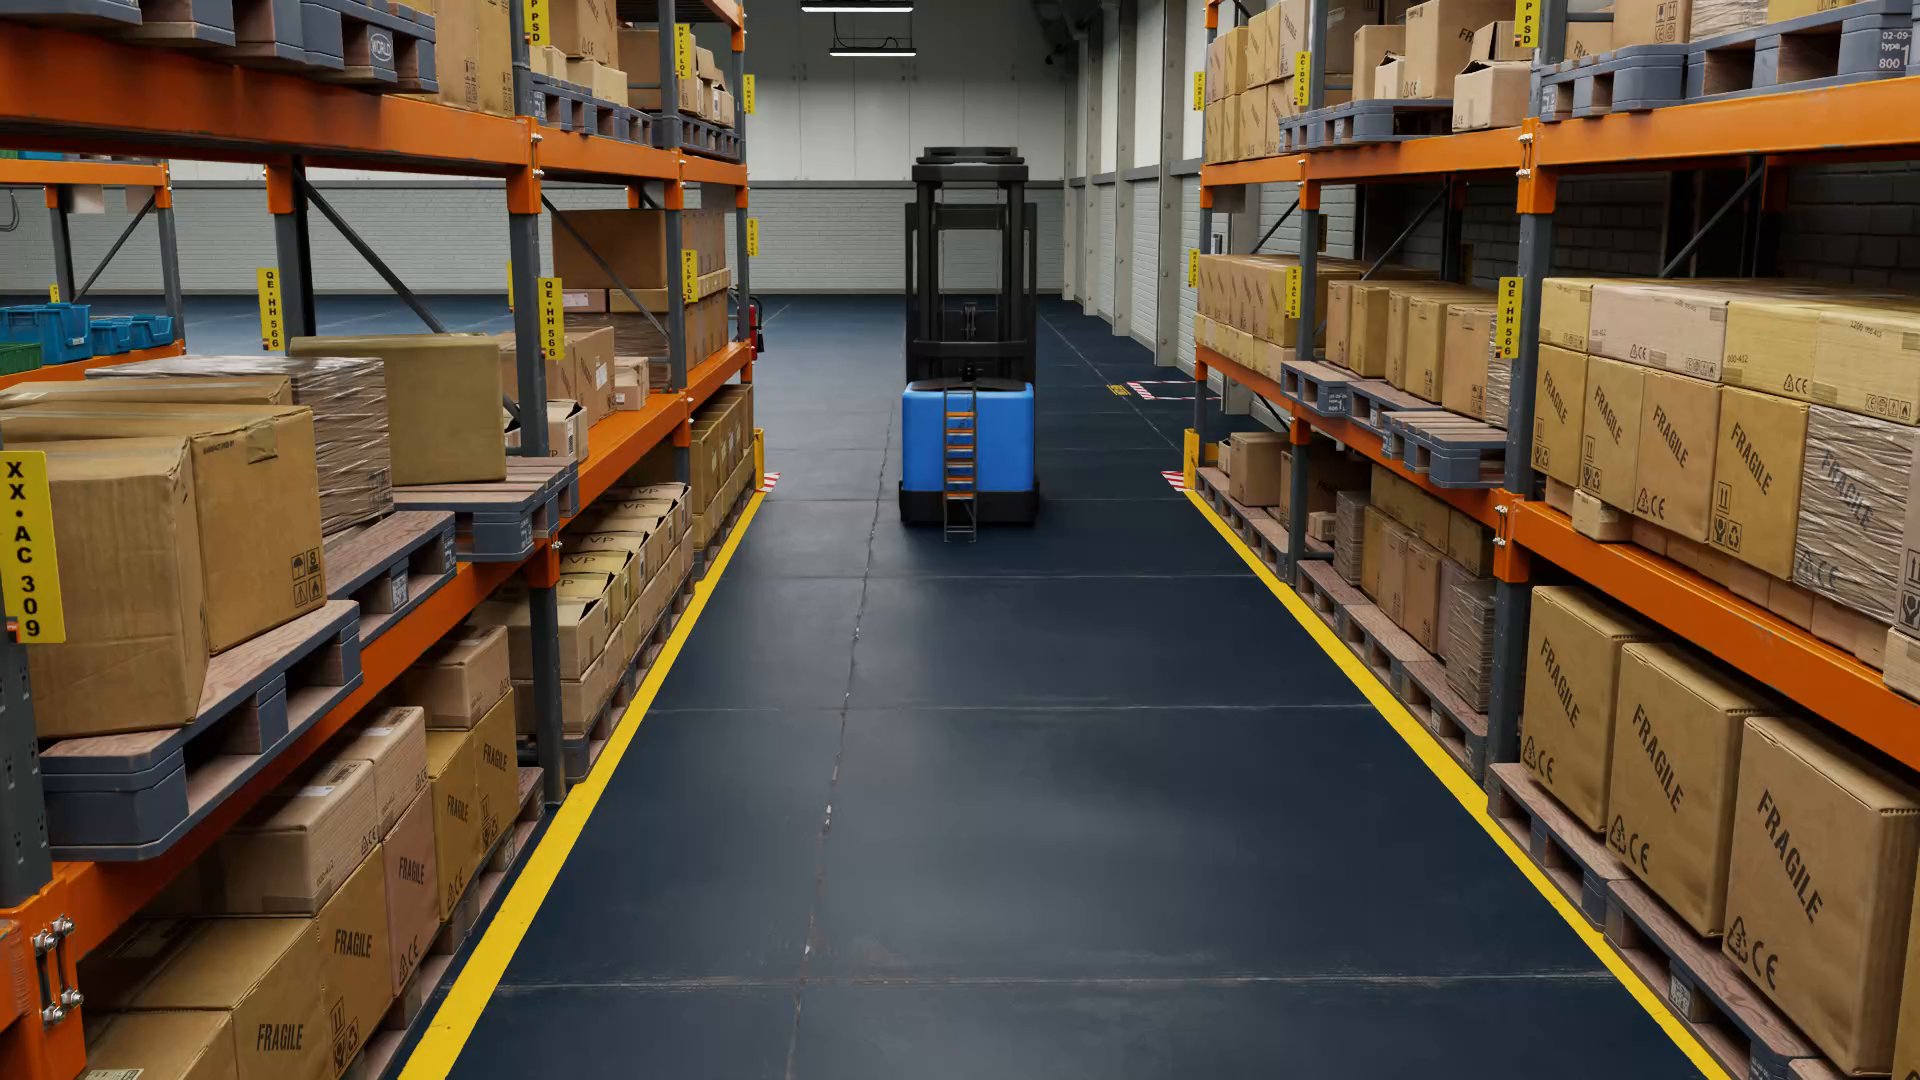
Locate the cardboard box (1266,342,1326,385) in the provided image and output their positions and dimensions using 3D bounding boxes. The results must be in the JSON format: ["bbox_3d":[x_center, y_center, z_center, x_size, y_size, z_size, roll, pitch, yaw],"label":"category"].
[{"bbox_3d":[2.373,-1.199,11.252,0.500,0.250,0.500,0,11,-1],"label":"cardboard box"}]

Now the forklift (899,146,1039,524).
[{"bbox_3d":[0.097,-1.809,14.102,1.130,2.935,3.031,0,11,1],"label":"forklift"}]

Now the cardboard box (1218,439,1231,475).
[{"bbox_3d":[2.528,-0.725,14.244,0.500,0.311,0.500,-2,12,-8],"label":"cardboard box"}]

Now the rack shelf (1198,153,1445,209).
[{"bbox_3d":[2.645,-2.685,12.514,1.077,0.370,4.000,0,11,-1],"label":"rack shelf"}]

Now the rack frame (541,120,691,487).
[{"bbox_3d":[-2.266,-1.149,10.677,1.000,3.000,0.127,0,11,-1],"label":"rack frame"}]

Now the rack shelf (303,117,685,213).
[{"bbox_3d":[-2.225,-1.869,8.491,1.077,0.370,4.000,0,11,-1],"label":"rack shelf"}]

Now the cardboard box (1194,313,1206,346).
[{"bbox_3d":[2.296,-1.803,14.229,0.500,0.250,0.500,-1,11,-3],"label":"cardboard box"}]

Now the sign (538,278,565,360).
[{"bbox_3d":[-1.641,-0.886,6.671,0.100,0.325,0.005,0,11,-1],"label":"sign"}]

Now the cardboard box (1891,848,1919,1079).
[{"bbox_3d":[2.708,1.140,3.749,0.750,0.750,0.750,0,11,0],"label":"cardboard box"}]

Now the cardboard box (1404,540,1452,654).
[{"bbox_3d":[2.769,0.290,8.764,0.700,0.500,0.500,0,11,-1],"label":"cardboard box"}]

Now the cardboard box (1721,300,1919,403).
[{"bbox_3d":[2.563,-0.548,4.779,0.500,0.250,0.500,0,11,-2],"label":"cardboard box"}]

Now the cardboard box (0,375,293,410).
[{"bbox_3d":[-2.199,-0.164,4.516,0.700,0.500,0.500,-3,12,-16],"label":"cardboard box"}]

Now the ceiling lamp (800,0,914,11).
[{"bbox_3d":[-1.828,-10.994,29.437,2.000,3.185,0.800,0,11,-1],"label":"ceiling lamp"}]

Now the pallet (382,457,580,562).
[{"bbox_3d":[-2.100,-0.125,6.114,1.213,0.211,1.003,0,11,-1],"label":"pallet"}]

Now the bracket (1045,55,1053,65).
[{"bbox_3d":[2.450,-13.049,45.194,0.235,0.232,0.430,0,11,-1],"label":"bracket"}]

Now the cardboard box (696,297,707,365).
[{"bbox_3d":[-2.317,-1.592,12.612,0.700,0.500,0.500,0,11,1],"label":"cardboard box"}]

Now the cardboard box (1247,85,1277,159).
[{"bbox_3d":[2.381,-3.009,11.999,0.500,0.500,0.500,-1,11,-3],"label":"cardboard box"}]

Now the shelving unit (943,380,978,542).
[{"bbox_3d":[0.000,-0.591,12.454,0.258,1.200,0.189,0,11,-1],"label":"shelving unit"}]

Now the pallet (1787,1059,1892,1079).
[{"bbox_3d":[2.760,1.634,3.974,1.003,0.211,1.213,0,11,-1],"label":"pallet"}]

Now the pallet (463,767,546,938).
[{"bbox_3d":[-2.206,1.162,6.303,1.003,0.211,1.213,0,11,-1],"label":"pallet"}]

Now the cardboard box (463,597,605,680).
[{"bbox_3d":[-1.901,0.408,7.453,0.500,0.311,0.500,0,11,1],"label":"cardboard box"}]

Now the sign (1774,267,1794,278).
[{"bbox_3d":[3.324,-0.945,6.761,0.100,0.325,0.005,0,11,-1],"label":"sign"}]

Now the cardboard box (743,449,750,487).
[{"bbox_3d":[-2.020,-0.597,13.819,0.500,0.250,0.500,0,11,-1],"label":"cardboard box"}]

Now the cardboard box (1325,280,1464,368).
[{"bbox_3d":[2.663,-1.333,10.228,0.700,0.500,0.500,0,11,-1],"label":"cardboard box"}]

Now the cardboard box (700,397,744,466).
[{"bbox_3d":[-2.005,-0.866,13.254,0.500,0.500,0.500,0,11,-1],"label":"cardboard box"}]

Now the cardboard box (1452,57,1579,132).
[{"bbox_3d":[2.484,-1.953,7.270,0.500,0.311,0.500,0,11,-1],"label":"cardboard box"}]

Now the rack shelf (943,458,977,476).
[{"bbox_3d":[0.000,-0.547,12.463,0.258,0.103,0.180,0,11,-1],"label":"rack shelf"}]

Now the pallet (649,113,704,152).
[{"bbox_3d":[-2.310,-2.745,11.223,1.003,0.211,1.213,0,11,-1],"label":"pallet"}]

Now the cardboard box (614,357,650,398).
[{"bbox_3d":[-2.213,-0.978,10.210,0.500,0.250,0.500,0,11,2],"label":"cardboard box"}]

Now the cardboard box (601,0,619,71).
[{"bbox_3d":[-2.293,-2.996,9.672,0.500,0.500,0.500,0,11,0],"label":"cardboard box"}]

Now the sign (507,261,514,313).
[{"bbox_3d":[-2.821,-1.609,10.570,0.100,0.325,0.005,0,11,-1],"label":"sign"}]

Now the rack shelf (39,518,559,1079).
[{"bbox_3d":[-2.142,0.397,4.870,1.077,0.370,4.000,0,11,-1],"label":"rack shelf"}]

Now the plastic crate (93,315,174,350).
[{"bbox_3d":[-6.992,-1.753,14.030,0.499,0.251,0.616,0,11,-1],"label":"plastic crate"}]

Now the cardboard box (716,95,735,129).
[{"bbox_3d":[-2.062,-3.387,13.134,0.500,0.250,0.500,0,11,-1],"label":"cardboard box"}]

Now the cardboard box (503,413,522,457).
[{"bbox_3d":[-2.148,-0.382,7.124,0.500,0.311,0.500,0,11,2],"label":"cardboard box"}]

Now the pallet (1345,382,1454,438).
[{"bbox_3d":[2.687,-0.674,8.819,1.003,0.211,1.213,0,11,-1],"label":"pallet"}]

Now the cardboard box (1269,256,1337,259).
[{"bbox_3d":[2.826,-2.076,13.688,0.500,0.500,0.500,0,11,0],"label":"cardboard box"}]

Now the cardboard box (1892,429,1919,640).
[{"bbox_3d":[2.569,0.024,3.848,0.500,0.500,0.500,0,11,-1],"label":"cardboard box"}]

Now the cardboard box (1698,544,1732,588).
[{"bbox_3d":[2.598,0.061,5.297,0.380,0.149,0.250,0,11,0],"label":"cardboard box"}]

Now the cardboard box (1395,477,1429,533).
[{"bbox_3d":[2.745,-0.191,9.249,0.500,0.250,0.500,-1,11,-3],"label":"cardboard box"}]

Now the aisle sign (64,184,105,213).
[{"bbox_3d":[-7.596,-3.211,14.306,0.394,0.787,0.004,0,11,-1],"label":"aisle sign"}]

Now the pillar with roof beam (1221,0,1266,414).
[{"bbox_3d":[-0.945,-5.944,19.227,9.100,9.000,0.400,0,11,-1],"label":"pillar with roof beam"}]

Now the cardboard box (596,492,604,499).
[{"bbox_3d":[-2.507,-0.199,10.443,0.500,0.311,0.500,0,11,-1],"label":"cardboard box"}]

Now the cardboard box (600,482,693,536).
[{"bbox_3d":[-1.971,-0.202,10.462,0.500,0.311,0.500,0,11,-1],"label":"cardboard box"}]

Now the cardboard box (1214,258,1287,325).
[{"bbox_3d":[2.317,-1.972,13.174,0.500,0.500,0.500,-1,11,-3],"label":"cardboard box"}]

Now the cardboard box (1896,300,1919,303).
[{"bbox_3d":[3.063,-0.552,4.797,0.500,0.250,0.500,-1,11,-2],"label":"cardboard box"}]

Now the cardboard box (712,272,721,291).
[{"bbox_3d":[-2.136,-2.083,13.398,0.380,0.149,0.250,0,11,0],"label":"cardboard box"}]

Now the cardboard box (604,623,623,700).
[{"bbox_3d":[-1.912,0.583,8.001,0.500,0.250,0.500,-1,11,-3],"label":"cardboard box"}]

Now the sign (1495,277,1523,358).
[{"bbox_3d":[2.226,-0.899,6.734,0.100,0.325,0.005,0,11,-1],"label":"sign"}]

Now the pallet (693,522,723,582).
[{"bbox_3d":[-2.241,0.060,11.734,1.003,0.211,1.213,0,11,-1],"label":"pallet"}]

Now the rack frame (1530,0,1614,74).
[{"bbox_3d":[2.769,-3.315,6.265,1.000,3.000,0.127,0,11,-1],"label":"rack frame"}]

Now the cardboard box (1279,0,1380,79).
[{"bbox_3d":[2.405,-3.287,10.857,0.500,0.500,0.500,-1,12,-6],"label":"cardboard box"}]

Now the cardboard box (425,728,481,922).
[{"bbox_3d":[-1.919,0.944,5.544,0.500,0.500,0.500,-1,11,-3],"label":"cardboard box"}]
